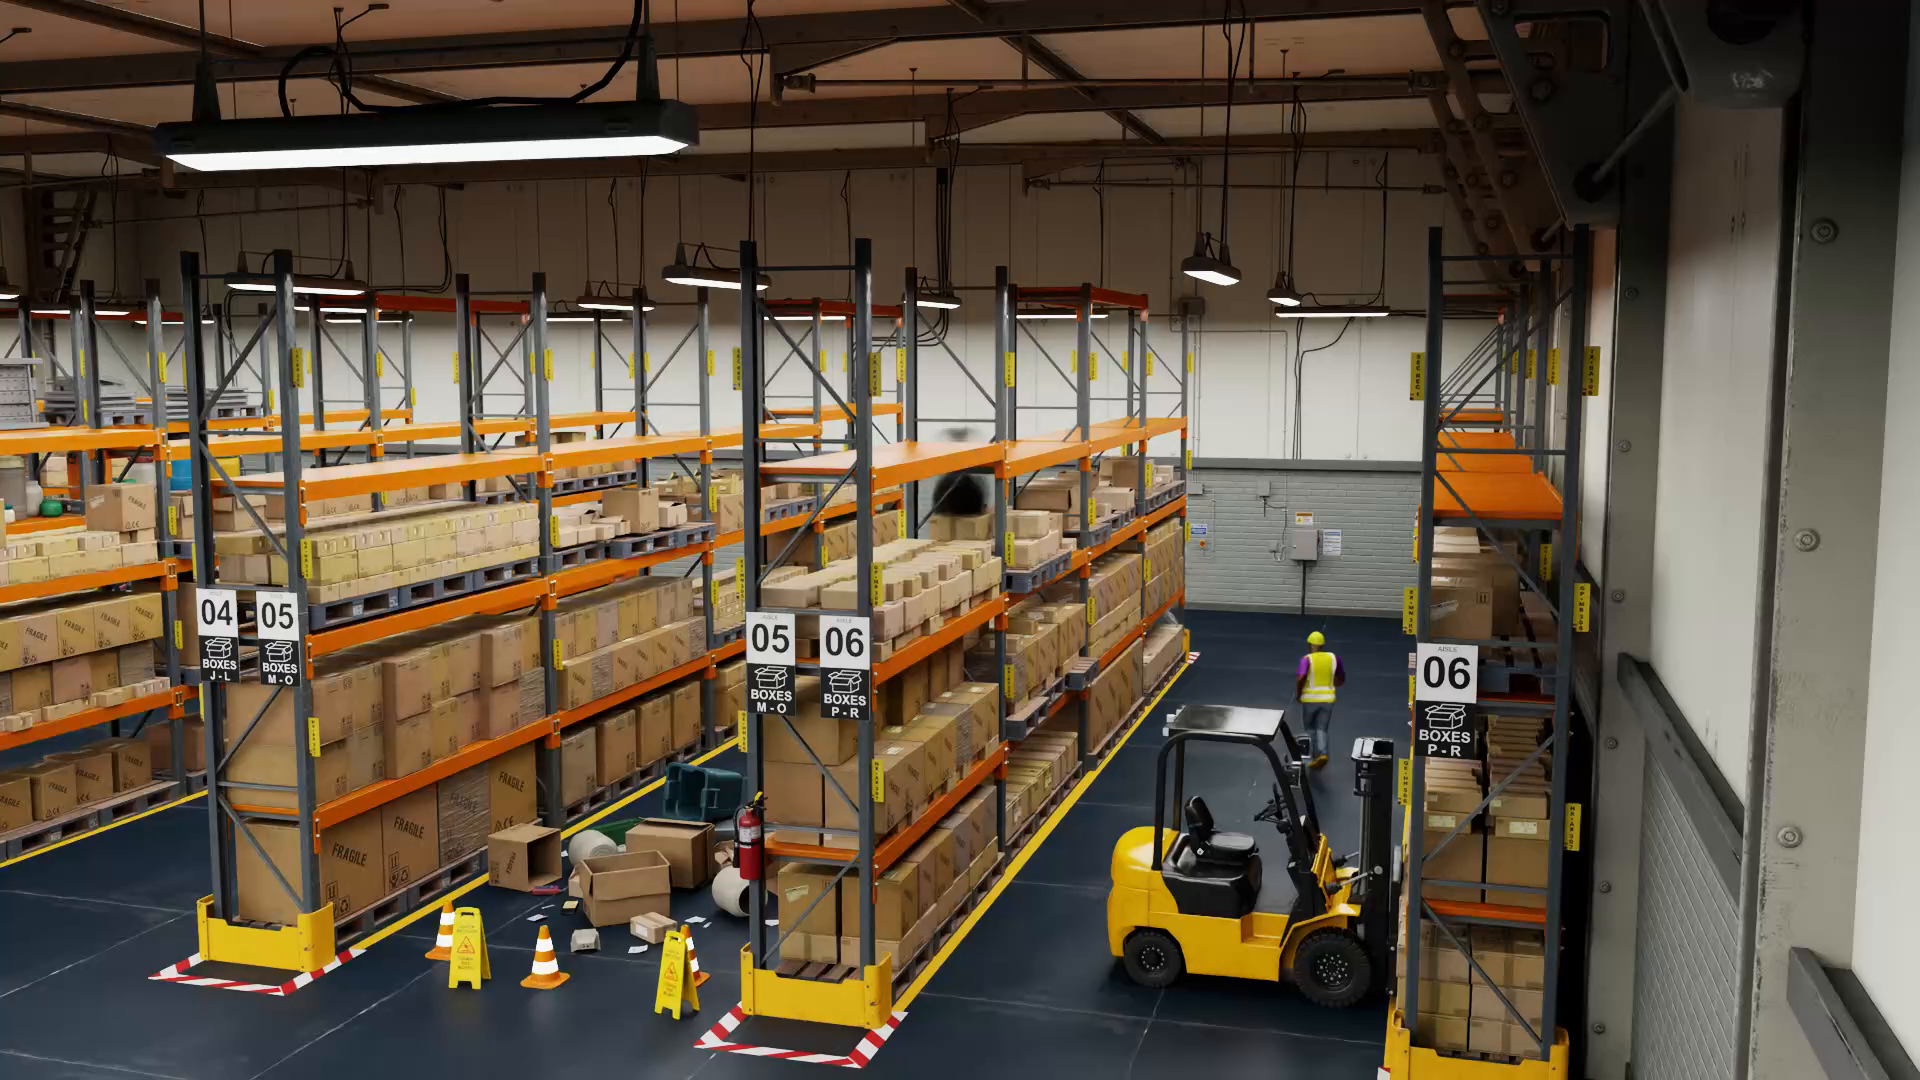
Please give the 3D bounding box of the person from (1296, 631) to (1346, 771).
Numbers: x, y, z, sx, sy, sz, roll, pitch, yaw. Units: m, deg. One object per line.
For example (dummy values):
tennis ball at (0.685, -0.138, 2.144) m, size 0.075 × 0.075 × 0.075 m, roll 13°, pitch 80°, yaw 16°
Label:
person at (4.464, 2.021, 20.511) m, size 0.677 × 1.740 × 0.785 m, roll 0°, pitch 6°, yaw -3°

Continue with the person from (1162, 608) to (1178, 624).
person at (3.592, 0.936, 29.818) m, size 0.810 × 1.840 × 0.680 m, roll 1°, pitch 6°, yaw 5°

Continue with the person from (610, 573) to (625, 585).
person at (-5.486, 1.300, 26.995) m, size 0.674 × 1.735 × 0.676 m, roll 1°, pitch 6°, yaw 5°
